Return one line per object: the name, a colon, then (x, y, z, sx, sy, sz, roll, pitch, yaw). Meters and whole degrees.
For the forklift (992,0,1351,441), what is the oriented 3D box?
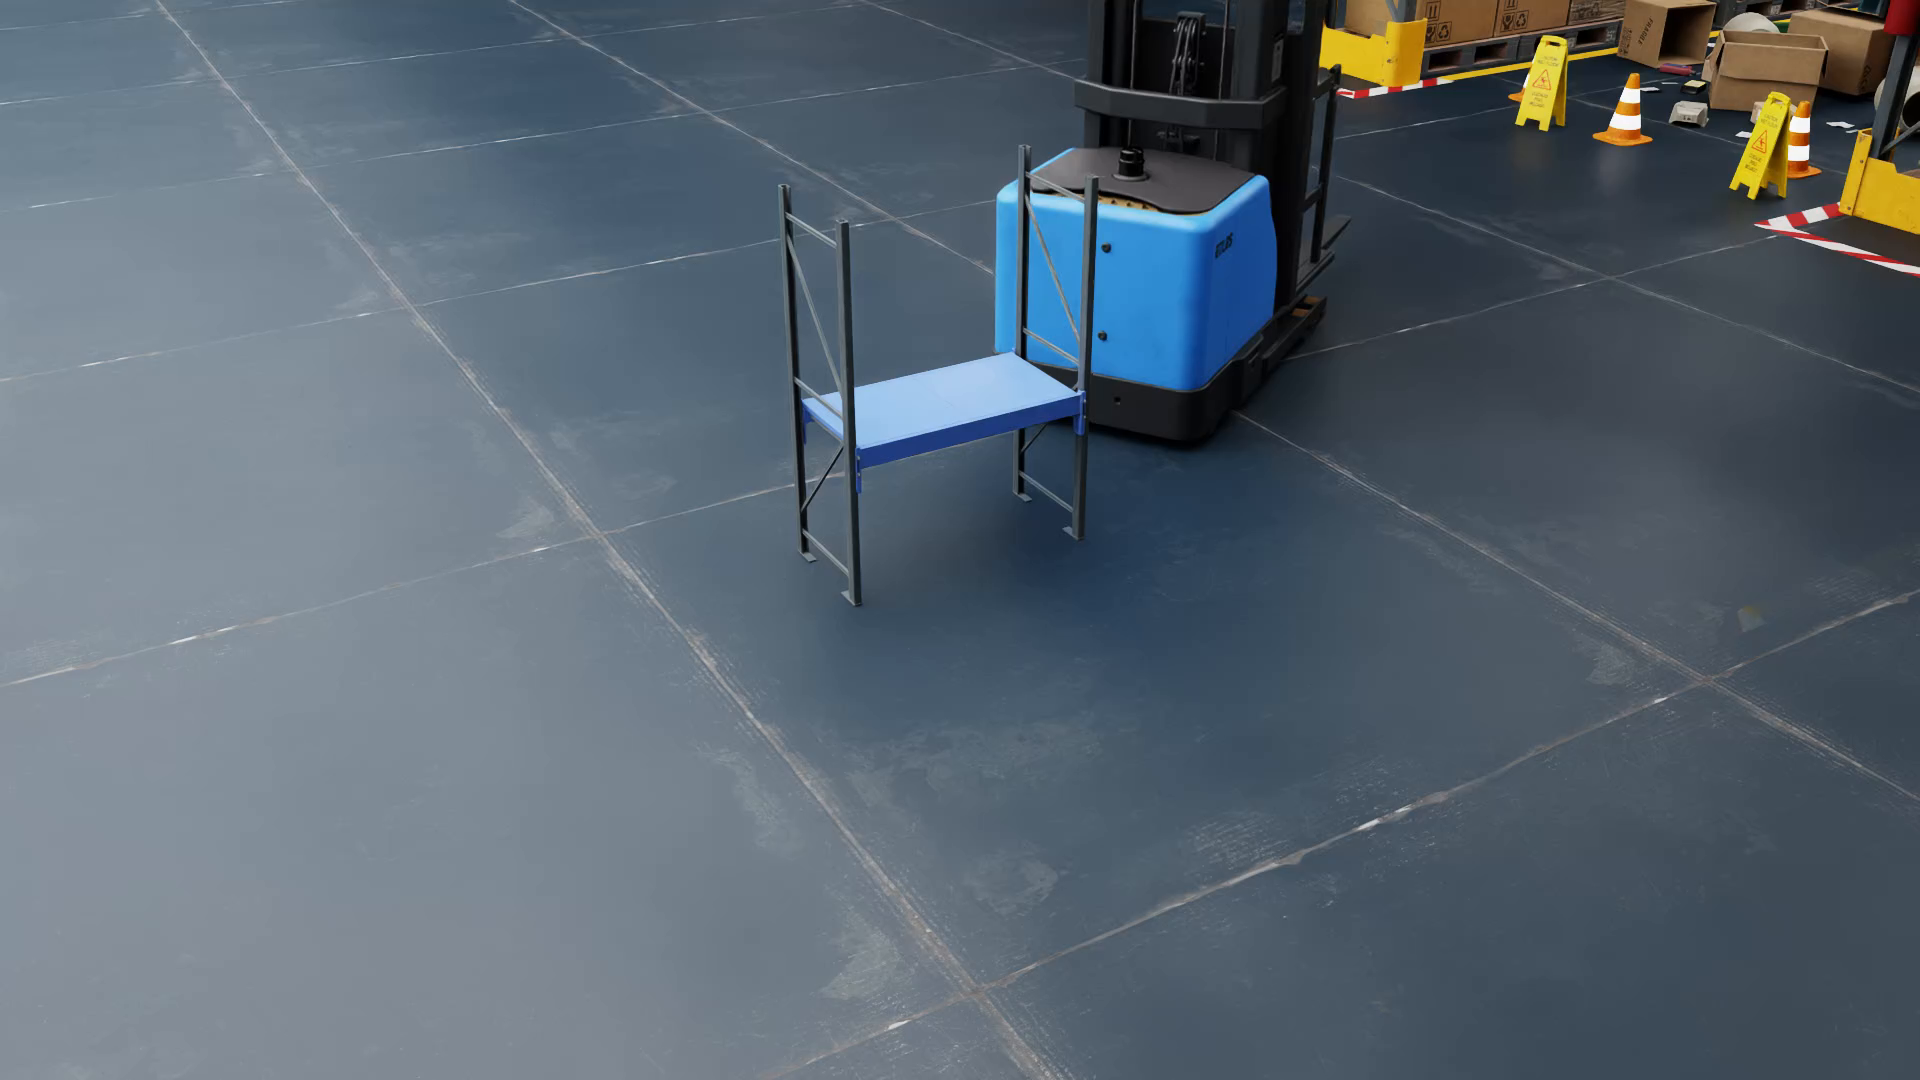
forklift: (1.279, -2.408, 8.079, 1.130, 2.935, 3.031, 14, 32, 24)

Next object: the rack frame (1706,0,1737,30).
rack frame: (6.767, -6.198, 14.876, 0.127, 3.000, 1.000, -16, 33, -26)

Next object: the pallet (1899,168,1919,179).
pallet: (6.697, -2.163, 10.451, 1.213, 0.211, 1.003, -16, 33, -26)

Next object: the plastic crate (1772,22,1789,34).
plastic crate: (7.281, -4.404, 14.476, 0.662, 0.188, 0.450, 0, 19, 0)

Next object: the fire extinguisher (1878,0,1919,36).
fire extinguisher: (5.581, -3.311, 9.726, 0.183, 0.674, 0.296, -16, 33, -26)

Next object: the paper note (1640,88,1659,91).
paper note: (5.495, -3.584, 13.215, 0.142, 0.017, 0.144, -5, 29, -9)

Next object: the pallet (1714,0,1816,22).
pallet: (7.394, -5.197, 15.949, 1.213, 0.211, 1.003, -16, 33, -26)

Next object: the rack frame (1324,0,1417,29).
rack frame: (3.318, -5.219, 13.102, 0.127, 3.000, 1.000, -16, 33, -26)

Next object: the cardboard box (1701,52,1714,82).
cardboard box: (6.218, -3.813, 13.384, 0.258, 0.266, 0.396, -10, 30, -18)

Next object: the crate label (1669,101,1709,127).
crate label: (5.421, -3.168, 12.349, 0.250, 0.136, 0.298, 15, 32, 26)

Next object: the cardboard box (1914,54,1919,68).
cardboard box: (7.572, -3.658, 13.104, 0.258, 0.266, 0.396, 10, 30, 17)

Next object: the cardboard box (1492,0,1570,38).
cardboard box: (4.627, -4.882, 14.256, 0.875, 0.875, 0.875, -16, 33, -27)

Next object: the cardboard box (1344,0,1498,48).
cardboard box: (3.870, -4.666, 13.864, 0.875, 0.875, 0.875, -16, 33, -26)

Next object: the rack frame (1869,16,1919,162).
rack frame: (5.913, -3.181, 9.410, 0.127, 3.000, 1.000, -16, 33, -26)

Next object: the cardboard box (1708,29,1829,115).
cardboard box: (6.145, -3.573, 12.703, 0.797, 0.503, 0.637, 10, 30, 17)

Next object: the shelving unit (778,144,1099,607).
shelving unit: (-0.074, -0.636, 6.350, 1.048, 1.500, 0.538, -16, 33, -26)

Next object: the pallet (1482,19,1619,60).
pallet: (5.019, -4.523, 14.727, 1.213, 0.211, 1.003, -16, 33, -26)

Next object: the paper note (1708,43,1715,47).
paper note: (6.646, -4.356, 14.612, 0.147, 0.020, 0.142, 10, 30, 17)

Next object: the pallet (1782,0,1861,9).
pallet: (8.447, -5.498, 16.494, 1.213, 0.211, 1.003, -16, 33, -26)

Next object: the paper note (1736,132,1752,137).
paper note: (5.720, -2.942, 12.049, 0.148, 0.019, 0.142, 22, 36, 34)

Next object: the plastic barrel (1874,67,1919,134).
plastic barrel: (6.927, -3.190, 12.092, 0.421, 0.421, 0.512, 5, 29, 8)

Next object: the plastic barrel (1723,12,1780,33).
plastic barrel: (6.566, -4.153, 13.837, 0.421, 0.421, 0.512, 5, 29, 8)

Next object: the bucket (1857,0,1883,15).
bucket: (7.818, -4.436, 13.499, 0.620, 0.611, 0.726, 4, 28, -14)

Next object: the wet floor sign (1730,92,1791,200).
wet floor sign: (5.207, -2.550, 10.702, 0.232, 0.644, 0.267, -5, 29, -9)

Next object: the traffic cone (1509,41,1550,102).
traffic cone: (4.496, -3.646, 12.878, 0.334, 0.463, 0.336, -16, 33, -26)

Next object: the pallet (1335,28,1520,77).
pallet: (3.968, -4.226, 14.189, 1.213, 0.211, 1.003, -16, 33, -26)

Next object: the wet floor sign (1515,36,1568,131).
wet floor sign: (4.297, -3.356, 12.163, 0.232, 0.644, 0.267, -22, 36, -35)

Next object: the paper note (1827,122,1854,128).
paper note: (6.528, -3.082, 12.316, 0.142, 0.019, 0.148, -5, 29, -9)

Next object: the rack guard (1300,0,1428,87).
rack guard: (3.298, -4.118, 13.695, 0.348, 0.500, 1.175, -16, 33, -26)

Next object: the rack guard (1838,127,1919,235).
rack guard: (5.979, -2.106, 10.048, 0.348, 0.500, 1.175, -16, 33, -26)

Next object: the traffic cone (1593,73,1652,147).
traffic cone: (4.775, -3.092, 11.875, 0.334, 0.463, 0.336, -16, 33, -26)

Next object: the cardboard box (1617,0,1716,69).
cardboard box: (5.949, -4.297, 14.016, 0.500, 0.500, 0.500, -10, 30, -18)

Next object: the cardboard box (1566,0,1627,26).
cardboard box: (5.414, -5.104, 14.659, 0.875, 0.875, 0.875, -16, 33, -26)

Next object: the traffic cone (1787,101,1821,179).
traffic cone: (5.631, -2.713, 11.188, 0.334, 0.463, 0.336, -16, 33, -26)

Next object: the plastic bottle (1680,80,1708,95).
plastic bottle: (5.843, -3.606, 13.220, 0.133, 0.061, 0.283, 22, 36, 34)

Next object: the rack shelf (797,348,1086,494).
rack shelf: (-0.074, -0.478, 6.437, 1.000, 0.185, 0.538, -16, 33, -26)

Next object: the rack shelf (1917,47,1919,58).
rack shelf: (7.638, -3.356, 10.471, 4.000, 0.370, 1.077, -16, 33, -26)

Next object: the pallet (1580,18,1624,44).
pallet: (6.072, -4.823, 15.272, 1.213, 0.211, 1.003, -16, 33, -26)

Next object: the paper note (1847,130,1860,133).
paper note: (6.528, -2.988, 12.155, 0.123, 0.001, 0.032, -16, 33, -26)

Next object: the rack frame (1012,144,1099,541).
rack frame: (0.365, -0.760, 6.575, 0.032, 1.500, 0.500, -16, 33, -26)

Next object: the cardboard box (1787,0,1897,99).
cardboard box: (6.947, -3.865, 13.092, 0.503, 0.637, 0.797, -16, 33, -26)

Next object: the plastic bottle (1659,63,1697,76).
plastic bottle: (5.936, -3.878, 13.713, 0.283, 0.061, 0.133, 22, 36, 34)

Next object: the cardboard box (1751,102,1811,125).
cardboard box: (6.019, -3.095, 12.205, 0.250, 0.149, 0.380, 0, 29, 0)

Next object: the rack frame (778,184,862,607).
rack frame: (-0.512, -0.511, 6.124, 0.032, 1.500, 0.500, -16, 33, -26)
